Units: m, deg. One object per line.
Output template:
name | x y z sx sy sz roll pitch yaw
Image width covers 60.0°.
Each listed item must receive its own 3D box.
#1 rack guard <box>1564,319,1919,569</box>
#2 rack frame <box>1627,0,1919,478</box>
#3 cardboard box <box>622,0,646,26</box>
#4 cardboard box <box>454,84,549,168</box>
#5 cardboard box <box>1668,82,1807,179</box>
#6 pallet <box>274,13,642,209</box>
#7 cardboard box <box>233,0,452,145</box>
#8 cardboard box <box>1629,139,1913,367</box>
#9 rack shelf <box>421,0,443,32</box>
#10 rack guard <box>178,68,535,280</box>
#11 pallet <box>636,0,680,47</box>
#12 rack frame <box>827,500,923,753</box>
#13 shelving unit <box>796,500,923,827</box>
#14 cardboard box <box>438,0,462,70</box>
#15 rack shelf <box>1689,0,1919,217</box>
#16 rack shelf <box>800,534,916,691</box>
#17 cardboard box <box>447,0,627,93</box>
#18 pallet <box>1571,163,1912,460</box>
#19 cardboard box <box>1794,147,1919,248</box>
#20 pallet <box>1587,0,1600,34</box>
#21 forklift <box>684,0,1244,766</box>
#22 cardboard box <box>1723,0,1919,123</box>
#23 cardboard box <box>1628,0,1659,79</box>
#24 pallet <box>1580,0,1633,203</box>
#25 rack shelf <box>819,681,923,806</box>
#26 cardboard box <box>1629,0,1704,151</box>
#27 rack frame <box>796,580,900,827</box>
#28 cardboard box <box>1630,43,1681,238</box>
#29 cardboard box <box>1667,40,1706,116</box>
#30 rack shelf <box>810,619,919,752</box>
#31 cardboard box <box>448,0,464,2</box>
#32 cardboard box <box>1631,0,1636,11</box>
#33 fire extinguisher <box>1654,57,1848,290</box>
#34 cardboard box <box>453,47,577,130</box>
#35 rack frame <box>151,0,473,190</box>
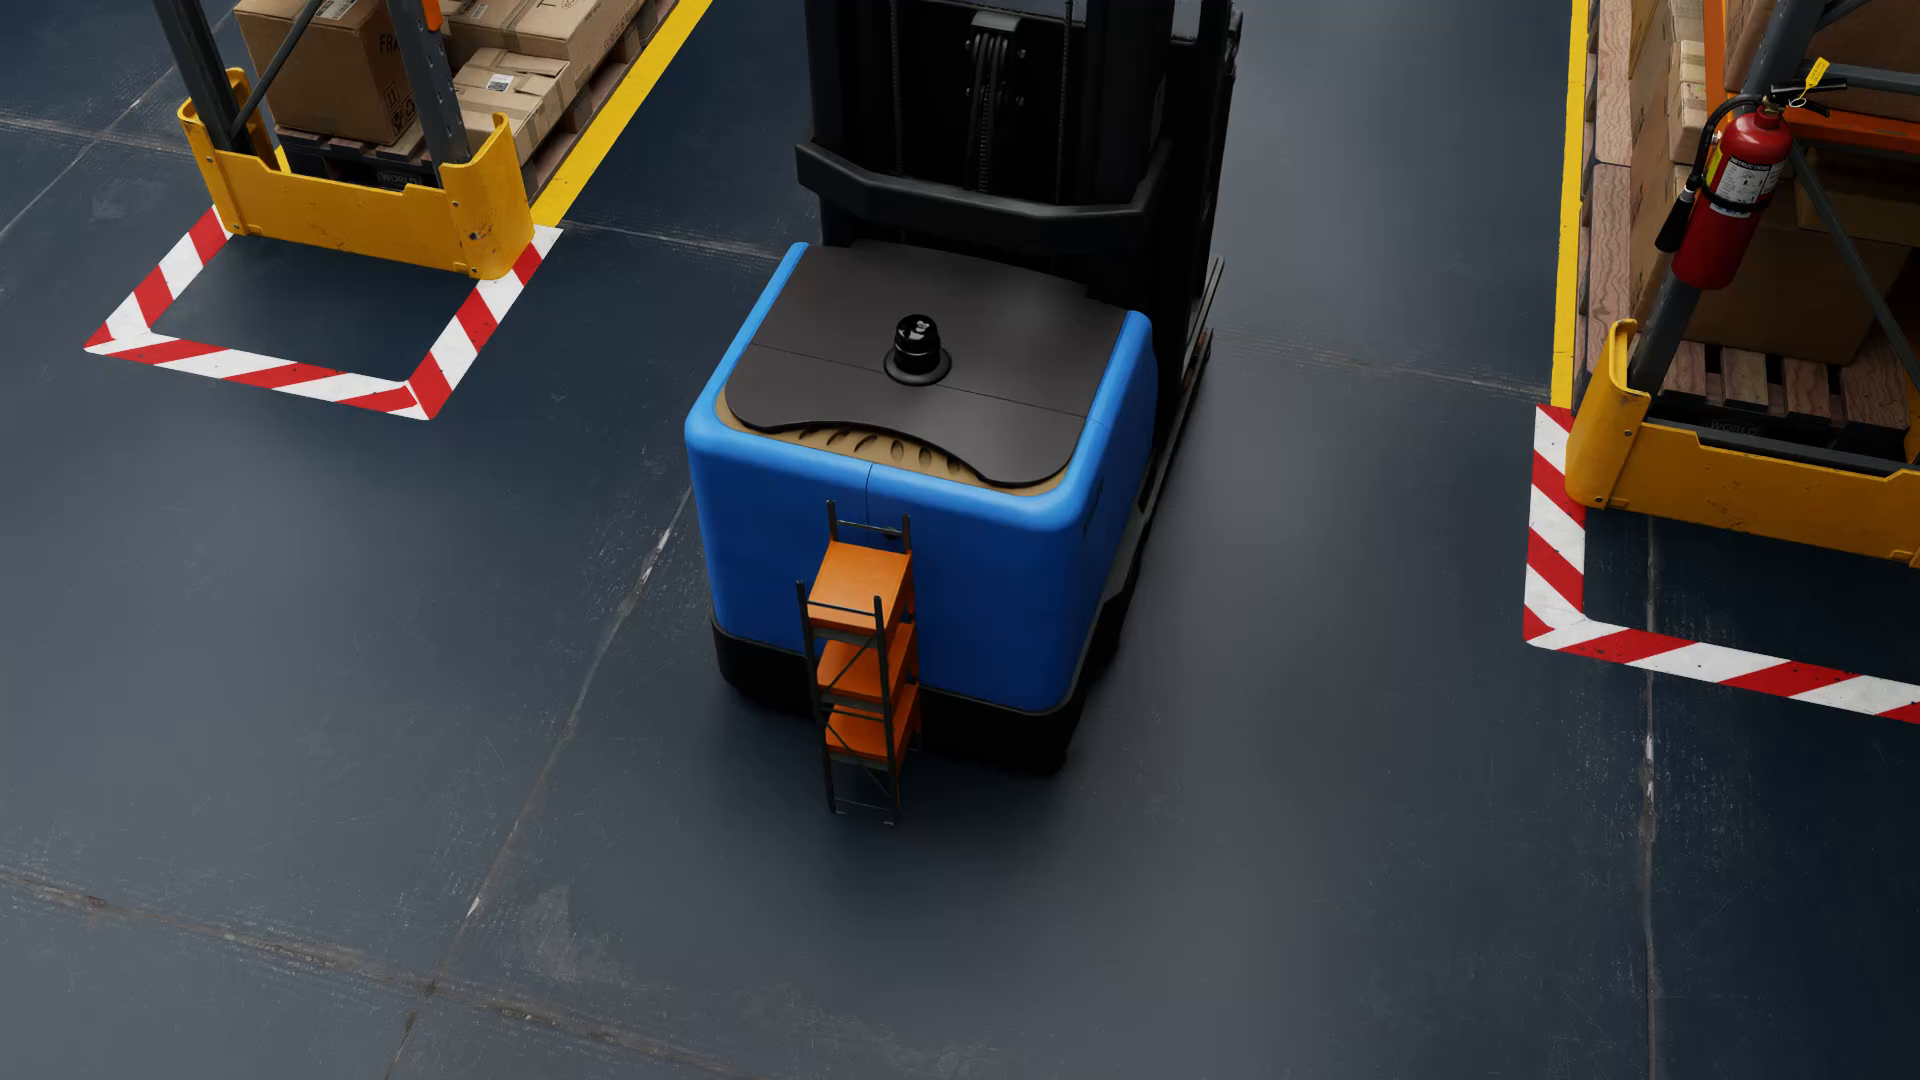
rack guard | 2.557 -0.297 5.179 1.175 0.500 0.348 12 50 10
rack frame | 2.563 -1.141 4.257 1.000 3.000 0.127 12 50 10
cardboard box | -1.537 -2.413 6.919 0.500 0.250 0.500 12 50 10
cardboard box | -1.775 -1.554 6.228 0.380 0.149 0.250 12 50 10
cardboard box | 2.509 -1.323 5.371 0.380 0.149 0.250 11 49 10
pallet | -1.988 -1.825 6.720 1.003 0.211 1.213 12 50 10
cardboard box | -2.312 -1.877 6.279 0.500 0.500 0.500 12 50 10
cardboard box | 2.651 -0.979 5.501 0.700 0.500 0.500 12 50 10
rack shelf | -1.691 -3.325 6.664 1.077 0.370 4.000 12 50 10
rack guard | -2.197 -1.344 6.103 1.175 0.500 0.348 12 50 10
pallet | -1.665 -2.705 7.497 1.003 0.211 1.213 12 50 10
rack frame | -0.210 0.254 4.310 0.200 1.050 0.008 11 52 9
shelving unit | -0.239 0.346 4.236 0.215 1.050 0.252 11 52 9
cardboard box | -2.118 -2.041 6.647 0.380 0.166 0.250 12 50 10
rack shelf | 3.089 -2.350 5.803 1.077 0.370 4.000 12 50 10
rack shelf | -0.242 0.176 4.023 0.215 0.259 0.240 11 52 9
cardboard box | -1.669 -2.051 6.600 0.500 0.250 0.500 12 50 10
pallet | 2.698 -0.812 5.826 1.003 0.211 1.213 12 50 10
cardboard box | 2.811 -1.064 5.143 0.380 0.149 0.250 12 50 10
pallet | 3.340 -2.577 7.384 1.003 0.211 1.213 12 50 10
forklift | 0.235 -1.477 4.599 1.130 2.935 3.031 14 50 12
cardboard box | 2.688 -1.612 4.472 0.980 0.700 0.700 14 50 12
cardboard box | 3.047 -2.092 6.483 0.700 0.500 0.500 13 50 11
pallet | 3.021 -1.692 6.603 1.003 0.211 1.213 12 50 10
rack shelf | -0.236 0.527 4.461 0.215 0.259 0.240 11 52 9
cardboard box | 2.914 -1.705 6.141 0.700 0.500 0.500 10 49 9
rack frame | -0.268 0.439 4.162 0.200 1.050 0.008 11 52 9
cardboard box | 2.782 -1.341 5.820 0.700 0.500 0.500 11 50 10
cardboard box | 2.575 -1.508 5.535 0.380 0.149 0.250 13 50 11
rack shelf | -0.239 0.353 4.244 0.215 0.259 0.240 11 52 9
cardboard box | -2.033 -2.475 6.974 0.500 0.250 0.500 12 50 10
cardboard box | 3.185 -2.463 6.810 0.700 0.500 0.500 11 50 10
fire extinguisher | 2.078 -0.974 4.410 0.296 0.674 0.183 12 50 10
cardboard box | -1.709 -1.740 6.382 0.380 0.166 0.250 12 50 10
rack frame | -2.217 -2.116 5.117 1.000 3.000 0.127 12 50 10
